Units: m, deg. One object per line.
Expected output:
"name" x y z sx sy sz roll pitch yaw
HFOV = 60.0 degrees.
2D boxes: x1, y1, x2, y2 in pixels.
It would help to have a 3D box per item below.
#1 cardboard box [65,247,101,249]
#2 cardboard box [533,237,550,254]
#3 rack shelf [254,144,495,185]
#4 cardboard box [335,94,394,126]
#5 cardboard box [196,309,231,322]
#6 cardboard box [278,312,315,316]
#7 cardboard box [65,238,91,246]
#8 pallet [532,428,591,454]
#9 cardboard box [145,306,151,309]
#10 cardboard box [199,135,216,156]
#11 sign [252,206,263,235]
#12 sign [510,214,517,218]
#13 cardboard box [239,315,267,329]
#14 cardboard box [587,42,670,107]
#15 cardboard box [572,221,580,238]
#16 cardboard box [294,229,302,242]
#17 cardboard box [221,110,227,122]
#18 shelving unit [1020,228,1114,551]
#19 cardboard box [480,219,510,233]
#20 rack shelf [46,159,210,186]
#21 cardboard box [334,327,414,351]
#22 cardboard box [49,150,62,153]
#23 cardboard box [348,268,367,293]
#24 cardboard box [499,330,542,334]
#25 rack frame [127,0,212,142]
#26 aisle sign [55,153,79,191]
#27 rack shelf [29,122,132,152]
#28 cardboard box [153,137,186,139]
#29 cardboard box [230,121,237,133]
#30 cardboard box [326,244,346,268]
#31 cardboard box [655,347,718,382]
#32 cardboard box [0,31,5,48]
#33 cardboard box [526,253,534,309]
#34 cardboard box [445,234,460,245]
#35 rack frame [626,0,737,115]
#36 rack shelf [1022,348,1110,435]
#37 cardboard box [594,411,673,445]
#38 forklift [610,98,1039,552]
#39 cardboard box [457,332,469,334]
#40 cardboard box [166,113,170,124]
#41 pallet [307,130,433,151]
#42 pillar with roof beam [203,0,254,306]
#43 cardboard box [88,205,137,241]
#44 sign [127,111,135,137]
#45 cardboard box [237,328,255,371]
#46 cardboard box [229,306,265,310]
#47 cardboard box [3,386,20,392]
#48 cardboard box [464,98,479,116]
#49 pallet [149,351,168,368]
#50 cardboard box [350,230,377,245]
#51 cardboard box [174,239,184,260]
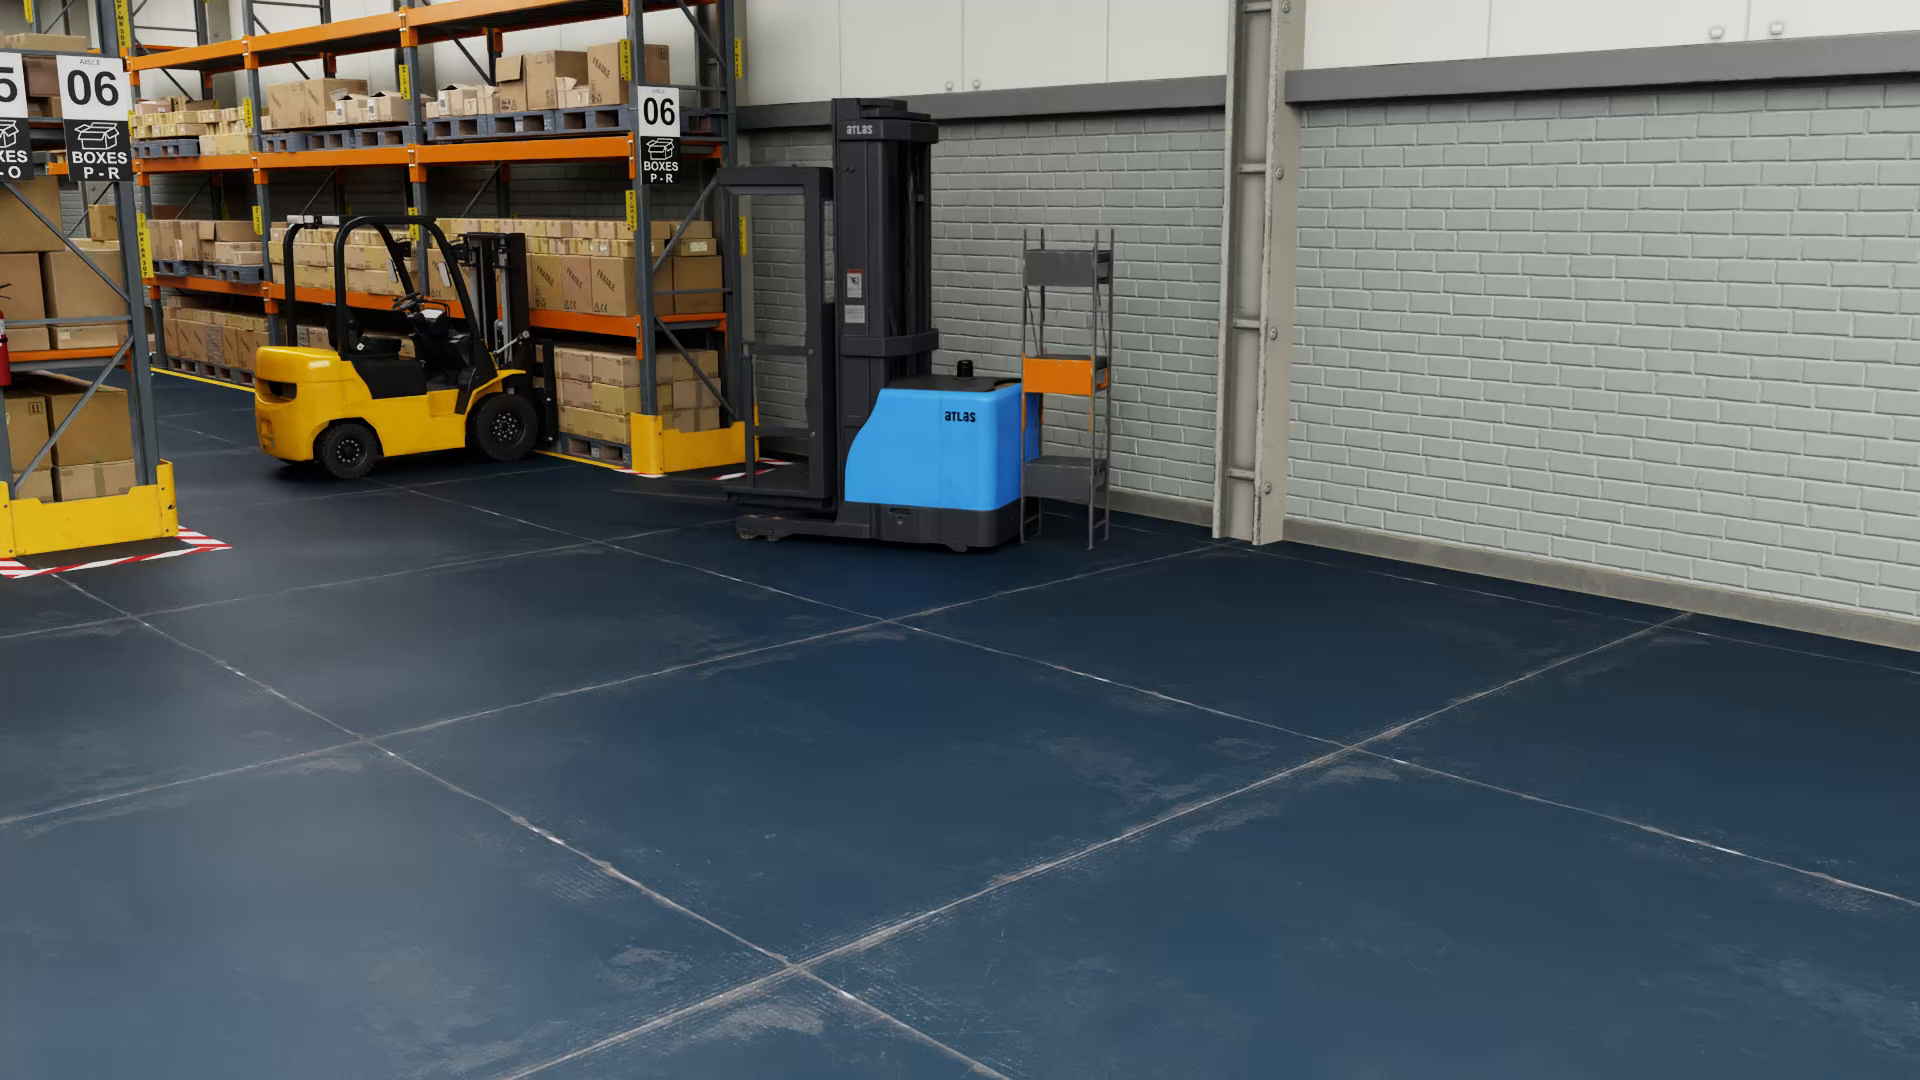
"cardboard box" -6.399 -1.816 11.809 0.500 0.500 0.500 -10 15 -41
"cardboard box" -3.671 -2.693 15.193 0.380 0.149 0.250 -11 16 -42
"rack shelf" -6.469 -4.123 18.341 1.077 0.370 4.000 -11 16 -43
"cardboard box" -6.294 -4.579 17.700 0.500 0.311 0.500 11 16 43
"cardboard box" -9.780 -2.947 21.826 0.380 0.149 0.250 -11 16 -43
"cardboard box" -8.499 -2.837 21.296 0.250 0.149 0.380 11 16 43
"cardboard box" -13.256 -4.434 25.136 0.500 0.250 0.500 -11 16 -42
"pallet" -3.722 -1.049 15.980 1.003 0.211 1.213 -11 16 -43
"cardboard box" -12.459 -3.215 24.735 0.700 0.500 0.500 -10 15 -40
"cardboard box" -9.073 -4.881 20.610 0.500 0.250 0.500 -11 16 -43
"sign" -8.236 -3.750 19.505 0.100 0.325 0.005 -11 16 -43
"sign" -4.687 -3.255 17.435 0.100 0.325 0.005 -11 16 -43
"cardboard box" -8.735 -2.714 20.699 0.250 0.149 0.380 11 16 43
"cardboard box" -2.807 -3.934 14.104 0.500 0.500 0.500 -10 15 -41
"cardboard box" -3.236 -2.779 14.874 0.380 0.149 0.250 -11 16 -42
"cardboard box" -7.462 -3.505 19.134 0.380 0.149 0.250 -10 16 -41
"cardboard box" -8.772 -5.172 20.294 0.380 0.149 0.250 -11 16 -43
"shelving unit" 0.715 -1.013 11.126 0.503 2.100 0.431 5 12 21
"cardboard box" -4.351 -2.992 15.906 0.380 0.149 0.250 -11 16 -43
"rack shelf" -11.994 -5.291 24.008 1.077 0.370 4.000 -11 16 -43
"cardboard box" -6.507 -2.056 18.800 0.625 0.625 0.875 11 16 43
"cardboard box" -13.266 -5.905 24.838 0.500 0.250 0.500 -11 16 -43
"cardboard box" -6.297 -2.828 18.074 0.500 0.250 0.500 -11 16 -42
"cardboard box" -4.608 -2.018 17.071 0.500 0.250 0.500 -10 16 -41
"rack frame" -10.612 -6.821 22.216 1.000 3.000 0.127 -11 16 -43
"aisle sign" -13.634 -5.708 25.242 0.394 0.787 0.004 -11 16 -43
"rack shelf" -7.294 -2.847 12.147 1.077 0.370 4.000 -11 16 -43
"cardboard box" -10.294 -5.318 21.691 0.380 0.149 0.250 -11 16 -42
"cardboard box" -8.597 -4.990 20.149 0.380 0.149 0.250 -10 16 -41
"cardboard box" -6.656 -3.148 18.390 0.500 0.250 0.500 -11 16 -42
"cardboard box" -2.520 -1.576 14.923 0.500 0.250 0.500 -11 16 -43
"cardboard box" -6.360 -3.184 10.643 0.380 0.149 0.250 -11 16 -42
"cardboard box" -3.916 -2.439 15.567 0.500 0.500 0.500 -11 16 -42
"cardboard box" -4.878 -2.961 16.493 0.380 0.149 0.250 -10 16 -41
"rack frame" -2.325 -5.069 13.715 1.000 3.000 0.127 -11 16 -43
"rack shelf" 0.715 -1.000 11.129 0.480 0.518 0.431 5 12 21
"cardboard box" -2.878 -1.014 14.675 0.500 0.250 0.500 -11 16 -42
"forklift" -1.003 -1.521 11.529 3.031 2.935 1.130 5 12 21
"cardboard box" -4.981 -1.949 16.734 0.500 0.250 0.500 -11 16 -43
"cardboard box" -9.927 -5.389 21.298 0.380 0.149 0.250 -11 16 -42
"pallet" -6.542 -4.426 18.494 1.003 0.211 1.213 -10 15 -40
"pillar with roof beam" -13.555 -6.448 20.407 9.100 9.000 0.400 -11 16 -43
"cardboard box" -12.220 -4.583 23.998 0.500 0.500 0.500 -10 16 -41
"sign" -11.000 -5.528 22.094 0.100 0.325 0.005 -11 16 -43
"cardboard box" -8.636 -2.386 20.713 0.500 0.500 0.500 -11 16 -43
"cardboard box" -9.594 -3.062 22.387 0.250 0.149 0.380 11 16 42
"cardboard box" -7.018 -0.821 11.879 0.500 0.500 0.500 -10 15 -40
"cardboard box" -4.467 -4.095 15.757 0.380 0.149 0.250 -10 15 -41
"pallet" -11.086 -2.617 23.590 1.003 0.211 1.213 -11 16 -43
"cardboard box" -6.388 -3.283 18.056 0.380 0.149 0.250 -11 16 -42
"cardboard box" -9.930 -3.766 21.549 0.396 0.266 0.258 -10 15 -40
